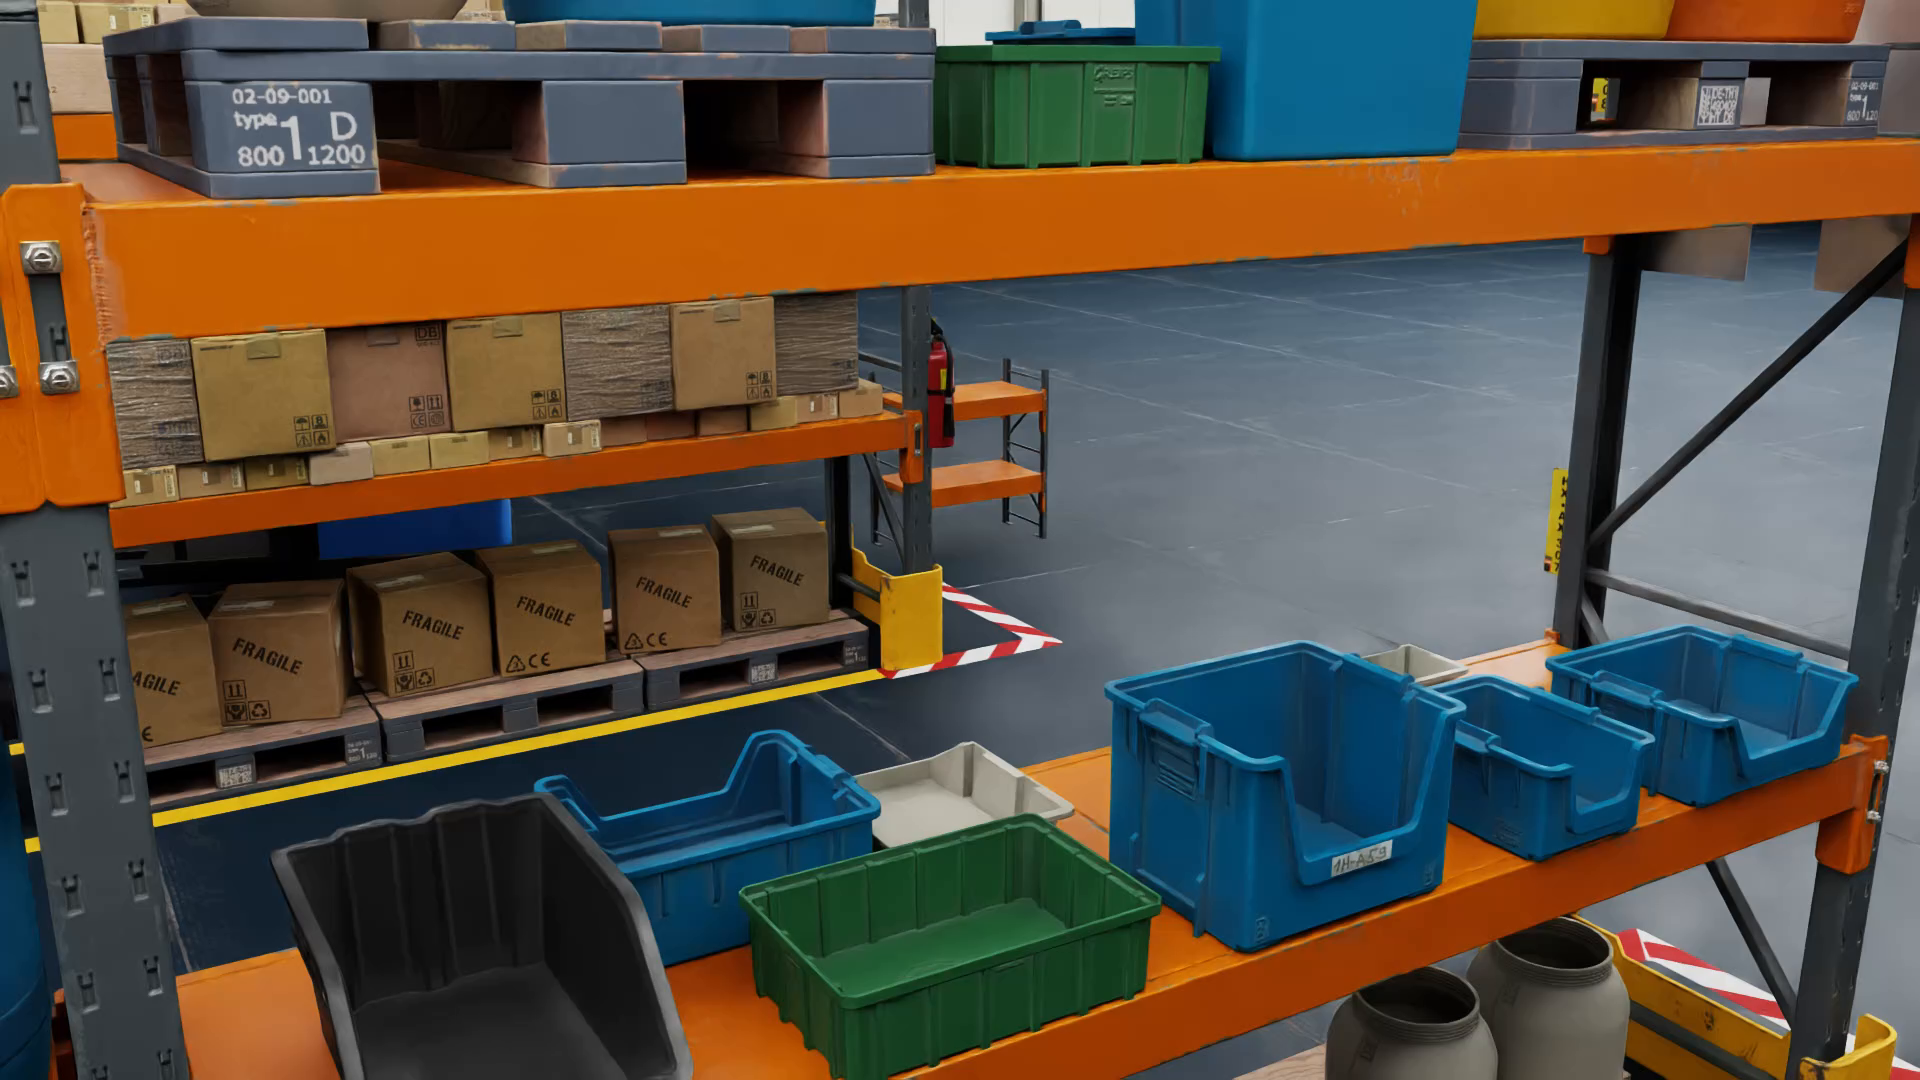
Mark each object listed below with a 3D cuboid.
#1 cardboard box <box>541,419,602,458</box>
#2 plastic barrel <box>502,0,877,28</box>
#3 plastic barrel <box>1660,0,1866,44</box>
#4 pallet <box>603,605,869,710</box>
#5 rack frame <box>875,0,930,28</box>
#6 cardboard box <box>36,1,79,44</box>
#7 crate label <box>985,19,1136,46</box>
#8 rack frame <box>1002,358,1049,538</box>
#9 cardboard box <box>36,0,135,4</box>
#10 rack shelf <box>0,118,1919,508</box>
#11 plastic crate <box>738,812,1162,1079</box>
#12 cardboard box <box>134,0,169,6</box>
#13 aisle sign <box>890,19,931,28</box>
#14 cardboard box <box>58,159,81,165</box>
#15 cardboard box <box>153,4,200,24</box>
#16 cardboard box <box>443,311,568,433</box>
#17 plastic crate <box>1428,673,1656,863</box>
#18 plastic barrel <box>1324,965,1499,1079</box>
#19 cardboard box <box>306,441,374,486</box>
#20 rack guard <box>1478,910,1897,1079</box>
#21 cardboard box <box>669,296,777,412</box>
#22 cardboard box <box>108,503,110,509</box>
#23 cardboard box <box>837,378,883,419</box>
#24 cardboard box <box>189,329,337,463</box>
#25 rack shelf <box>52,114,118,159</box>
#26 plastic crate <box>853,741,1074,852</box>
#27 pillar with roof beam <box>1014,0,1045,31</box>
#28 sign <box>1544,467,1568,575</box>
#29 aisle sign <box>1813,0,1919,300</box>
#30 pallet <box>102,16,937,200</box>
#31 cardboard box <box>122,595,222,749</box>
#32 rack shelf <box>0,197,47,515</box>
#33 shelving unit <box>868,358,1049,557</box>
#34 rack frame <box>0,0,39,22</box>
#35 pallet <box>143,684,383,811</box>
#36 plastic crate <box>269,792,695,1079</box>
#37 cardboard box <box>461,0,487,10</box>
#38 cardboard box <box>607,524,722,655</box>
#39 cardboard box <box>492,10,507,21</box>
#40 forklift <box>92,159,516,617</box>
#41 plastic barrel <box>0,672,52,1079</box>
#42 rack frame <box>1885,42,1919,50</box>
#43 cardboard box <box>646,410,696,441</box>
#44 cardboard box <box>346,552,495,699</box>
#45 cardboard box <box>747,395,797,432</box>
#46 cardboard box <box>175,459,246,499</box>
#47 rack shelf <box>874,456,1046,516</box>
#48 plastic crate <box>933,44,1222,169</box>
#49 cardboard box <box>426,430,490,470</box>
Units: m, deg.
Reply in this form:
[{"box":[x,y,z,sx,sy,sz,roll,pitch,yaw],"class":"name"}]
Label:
[{"box":[-1.820,-0.495,7.585,0.250,0.149,0.380,-9,18,-30],"class":"cardboard box"},{"box":[-0.420,-1.236,2.498,0.708,0.901,0.600,-9,18,-30],"class":"plastic barrel"},{"box":[1.750,-1.547,3.740,0.708,0.830,0.600,-9,18,-30],"class":"plastic barrel"},{"box":[-1.230,0.521,8.658,1.213,0.211,1.003,-9,18,-30],"class":"pallet"},{"box":[-0.450,-3.825,7.884,0.127,3.000,1.000,-9,18,-30],"class":"rack frame"},{"box":[-3.442,-1.918,6.178,0.250,0.149,0.380,-10,18,-31],"class":"cardboard box"},{"box":[0.326,-0.980,3.565,0.408,0.251,0.502,-9,18,-30],"class":"crate label"},{"box":[0.430,-0.611,11.007,0.032,1.125,0.500,-9,18,-30],"class":"rack frame"},{"box":[-3.624,-2.378,6.617,0.500,0.500,0.500,-10,18,-31],"class":"cardboard box"},{"box":[0.386,-0.610,3.306,4.000,0.370,1.077,-9,18,-30],"class":"rack shelf"},{"box":[-0.019,0.744,3.091,0.662,0.188,0.450,-9,18,-30],"class":"plastic crate"},{"box":[-5.352,-3.381,10.622,0.500,0.250,0.500,-9,18,-30],"class":"cardboard box"},{"box":[-0.242,-2.127,8.126,0.004,0.787,0.394,-9,18,-30],"class":"aisle sign"},{"box":[-6.013,-2.178,10.842,0.550,0.550,0.875,-9,18,-30],"class":"cardboard box"},{"box":[-3.004,-2.004,6.484,0.250,0.149,0.380,-9,18,-29],"class":"cardboard box"},{"box":[-2.188,-0.834,7.592,0.500,0.500,0.875,-9,18,-30],"class":"cardboard box"},{"box":[1.266,0.509,3.813,0.408,0.251,0.499,-9,18,-30],"class":"plastic crate"},{"box":[1.146,1.384,4.246,0.421,0.512,0.421,0,16,0],"class":"plastic barrel"},{"box":[-2.674,-0.355,7.084,0.250,0.149,0.380,-9,18,-30],"class":"cardboard box"},{"box":[2.060,1.434,4.866,0.348,0.500,1.175,-9,18,-30],"class":"rack guard"},{"box":[-1.303,-0.961,8.043,0.500,0.500,0.875,-9,18,-30],"class":"cardboard box"},{"box":[-3.540,-0.220,6.602,0.250,0.149,0.380,-9,18,-30],"class":"cardboard box"},{"box":[-0.588,-0.728,8.416,0.250,0.149,0.380,-9,18,-30],"class":"cardboard box"},{"box":[-3.015,-0.681,7.047,0.500,0.500,0.875,-9,18,-30],"class":"cardboard box"},{"box":[-2.164,-1.756,7.394,4.000,0.370,1.077,-9,18,-30],"class":"rack shelf"},{"box":[-0.067,0.608,3.672,0.437,0.136,0.530,-9,18,-30],"class":"plastic crate"},{"box":[3.329,-8.050,22.954,0.400,9.000,9.100,-9,18,-30],"class":"pillar with roof beam"},{"box":[1.821,-0.052,5.024,0.005,0.325,0.100,-9,18,-30],"class":"sign"},{"box":[2.315,-0.984,4.045,0.004,0.787,0.394,-9,18,-30],"class":"aisle sign"},{"box":[-0.760,-0.711,2.681,1.003,0.211,1.213,-9,18,-30],"class":"pallet"},{"box":[-3.515,0.575,7.156,0.500,0.500,0.500,-10,18,-31],"class":"cardboard box"},{"box":[-3.042,-0.054,1.322,4.000,0.370,1.077,-9,18,-30],"class":"rack shelf"},{"box":[-0.006,-0.541,10.755,1.048,1.125,0.538,-9,18,-30],"class":"shelving unit"},{"box":[-1.328,-2.123,1.812,0.127,3.000,1.000,-9,18,-30],"class":"rack frame"},{"box":[-3.321,0.861,7.448,1.213,0.211,1.003,-9,18,-30],"class":"pallet"},{"box":[-0.814,0.752,2.785,0.504,0.338,0.767,-9,18,-30],"class":"plastic crate"},{"box":[-3.623,-3.662,11.622,0.500,0.250,0.500,-9,18,-30],"class":"cardboard box"},{"box":[-1.489,0.239,8.354,0.500,0.500,0.500,-4,16,-15],"class":"cardboard box"},{"box":[-1.905,-2.183,7.123,0.250,0.149,0.380,-10,19,-33],"class":"cardboard box"},{"box":[-4.178,-1.105,9.423,3.031,2.935,1.130,-4,16,-15],"class":"forklift"},{"box":[-1.815,0.508,2.613,0.708,0.901,0.600,-9,18,-30],"class":"plastic barrel"},{"box":[2.101,-2.679,3.796,0.127,3.000,1.000,-9,18,-30],"class":"rack frame"},{"box":[-1.448,-0.591,7.925,0.250,0.149,0.380,-9,18,-30],"class":"cardboard box"},{"box":[-2.537,0.389,7.819,0.500,0.500,0.500,-11,19,-35],"class":"cardboard box"},{"box":[-0.990,-0.647,8.126,0.250,0.149,0.380,-9,18,-30],"class":"cardboard box"},{"box":[-3.119,-0.293,6.862,0.250,0.149,0.380,-9,18,-30],"class":"cardboard box"},{"box":[-0.006,-0.305,10.821,1.000,0.278,0.538,-9,18,-30],"class":"rack shelf"},{"box":[0.165,-0.733,2.803,0.450,0.188,0.336,-9,18,-30],"class":"plastic crate"},{"box":[-2.261,-0.431,7.357,0.250,0.149,0.380,-9,18,-30],"class":"cardboard box"}]
